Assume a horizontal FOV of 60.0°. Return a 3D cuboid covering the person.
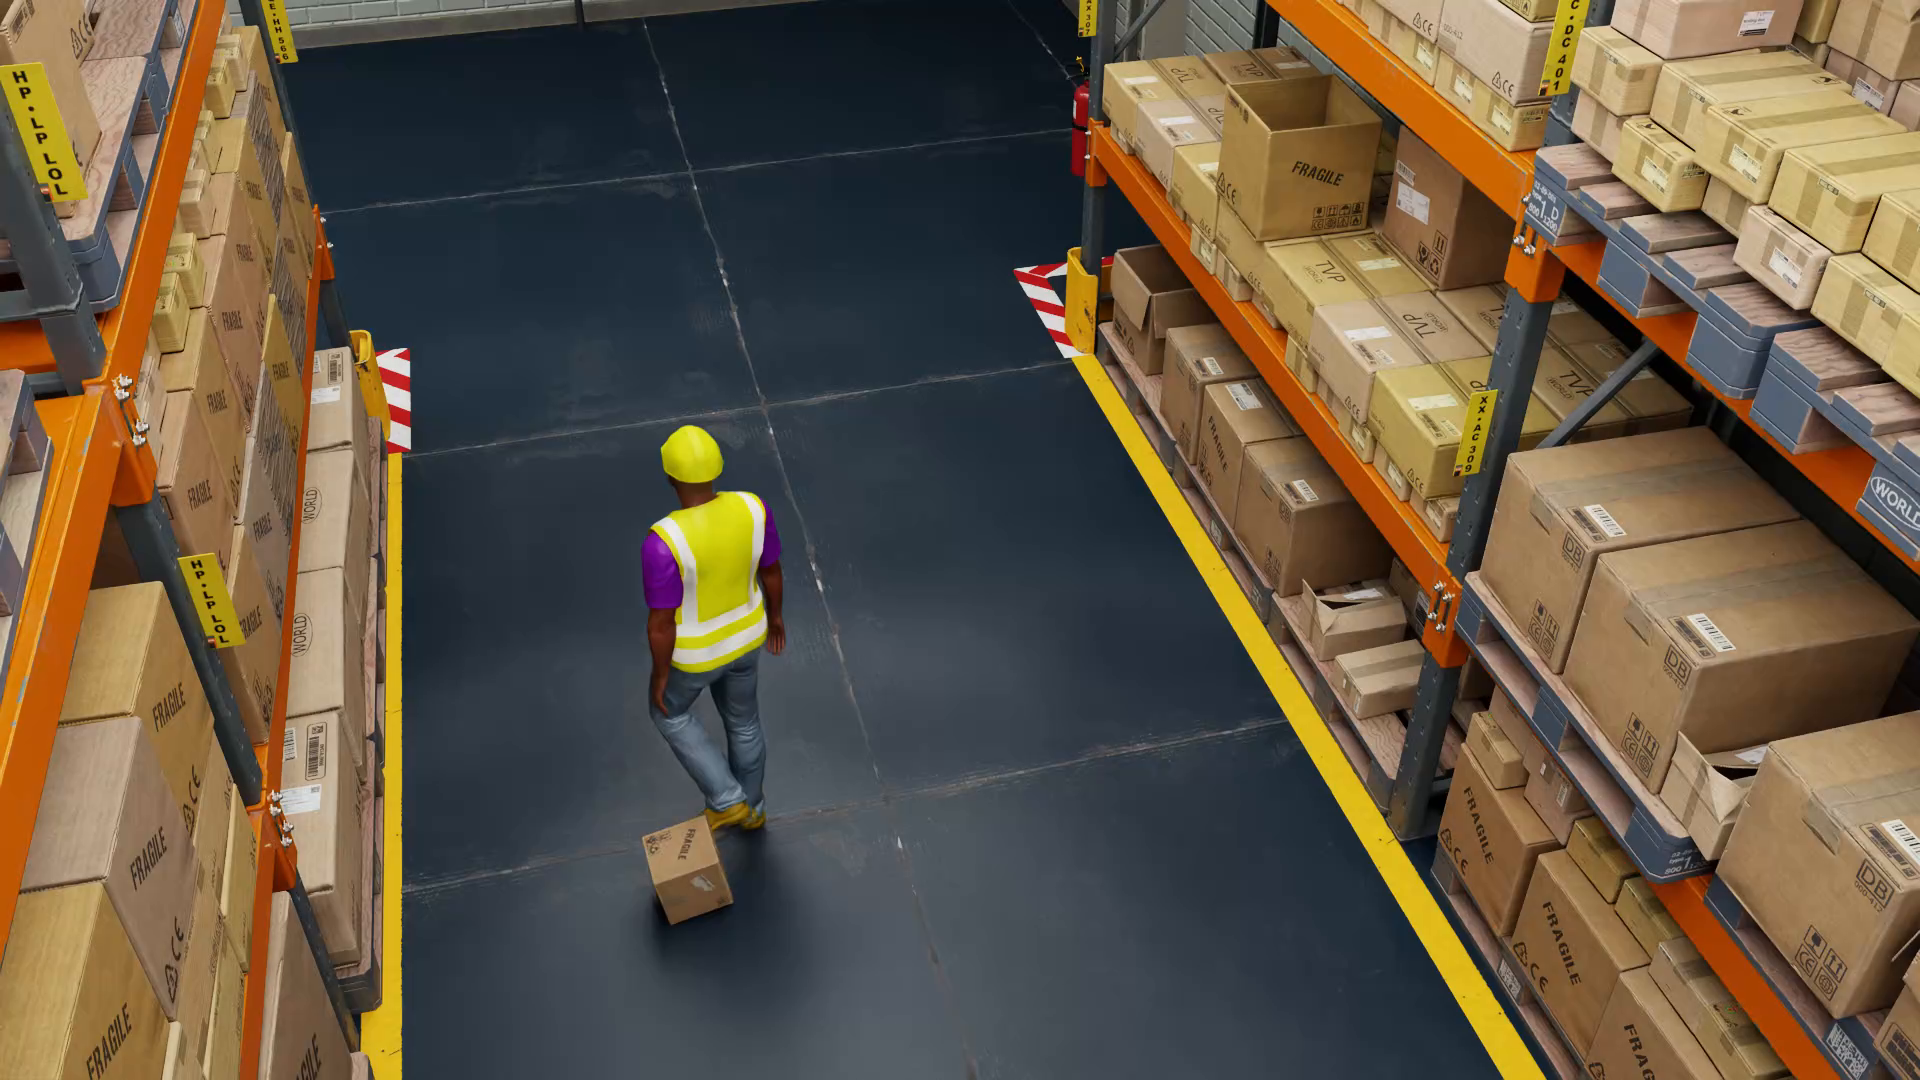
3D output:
[{"bbox_3d":[-0.908,0.380,6.192,0.617,1.756,0.518,-26,45,-29],"label":"person"}]
